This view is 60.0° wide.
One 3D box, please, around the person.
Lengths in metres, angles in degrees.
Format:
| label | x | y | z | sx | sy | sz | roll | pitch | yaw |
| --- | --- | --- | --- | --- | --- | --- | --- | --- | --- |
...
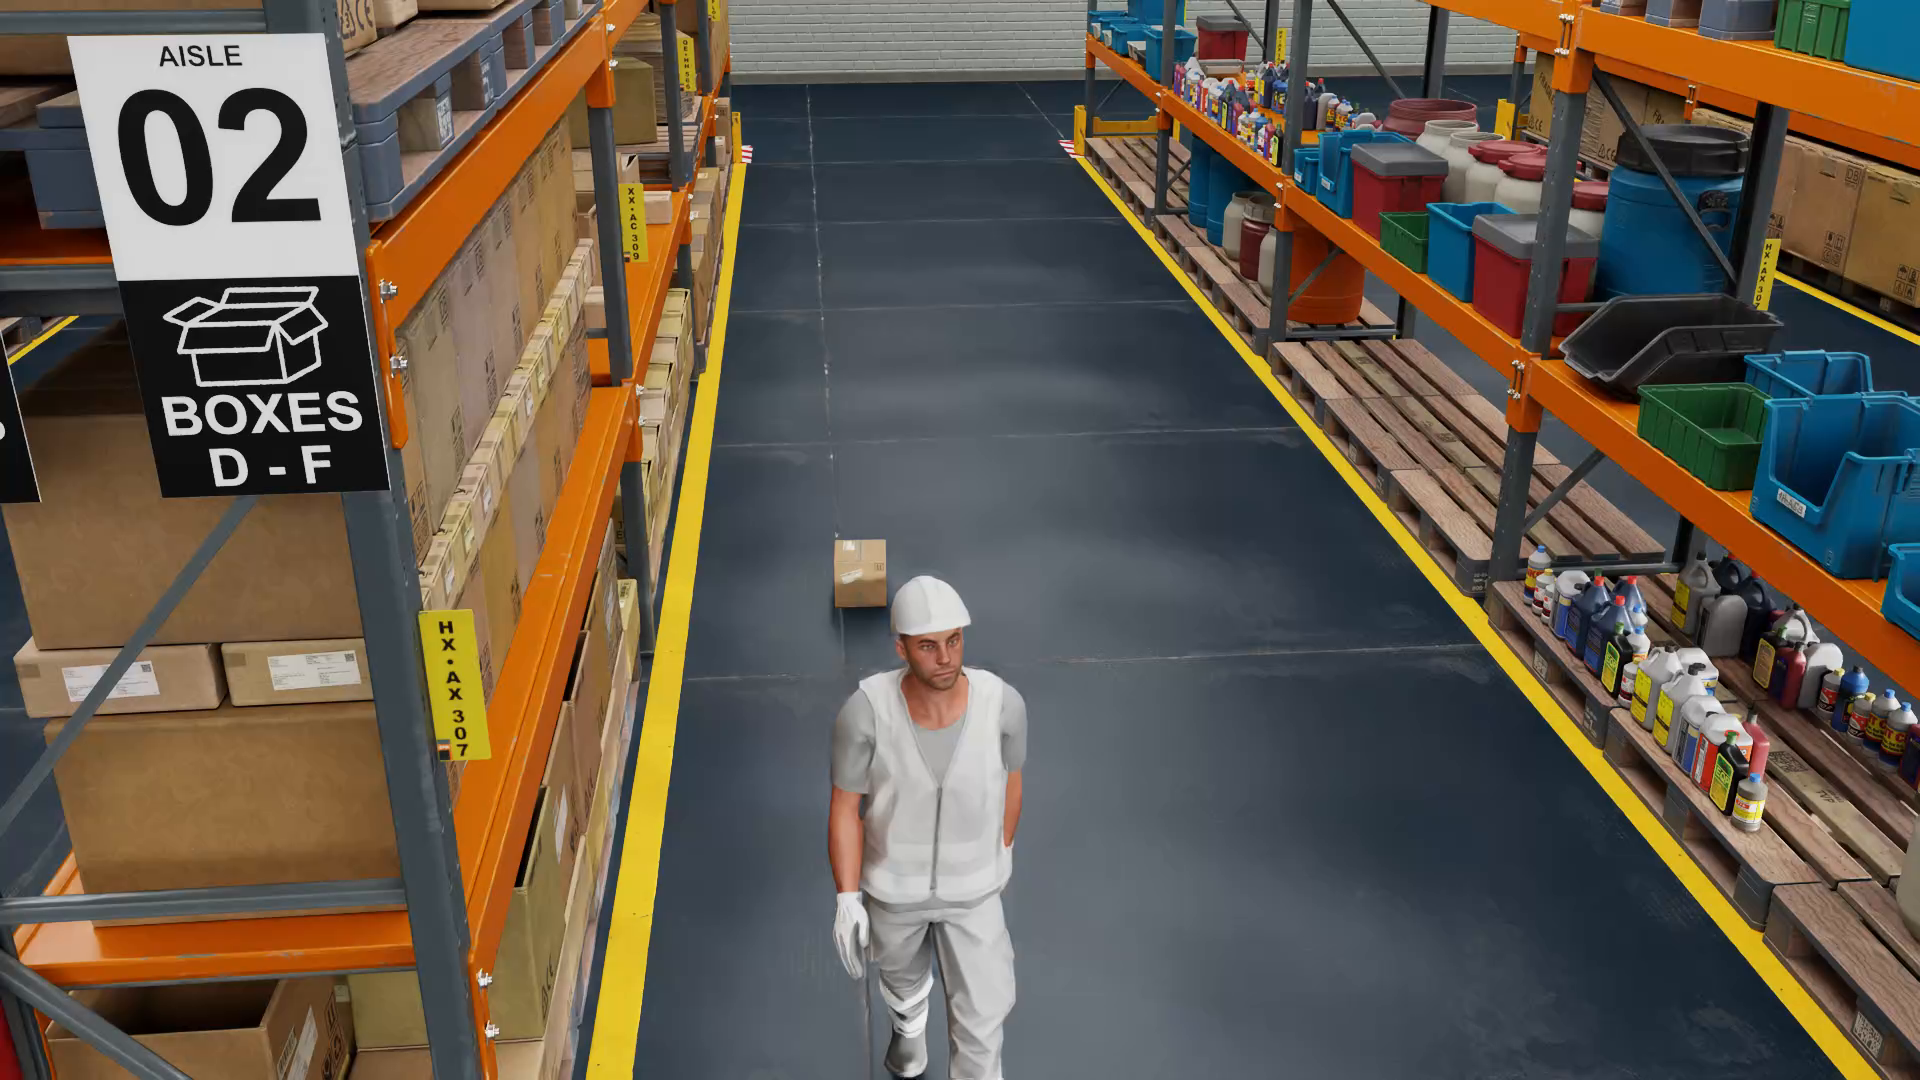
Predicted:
| label | x | y | z | sx | sy | sz | roll | pitch | yaw |
| --- | --- | --- | --- | --- | --- | --- | --- | --- | --- |
| person | -0.077 | 0.938 | 4.404 | 0.534 | 1.736 | 1.036 | -1 | 24 | -3 |
